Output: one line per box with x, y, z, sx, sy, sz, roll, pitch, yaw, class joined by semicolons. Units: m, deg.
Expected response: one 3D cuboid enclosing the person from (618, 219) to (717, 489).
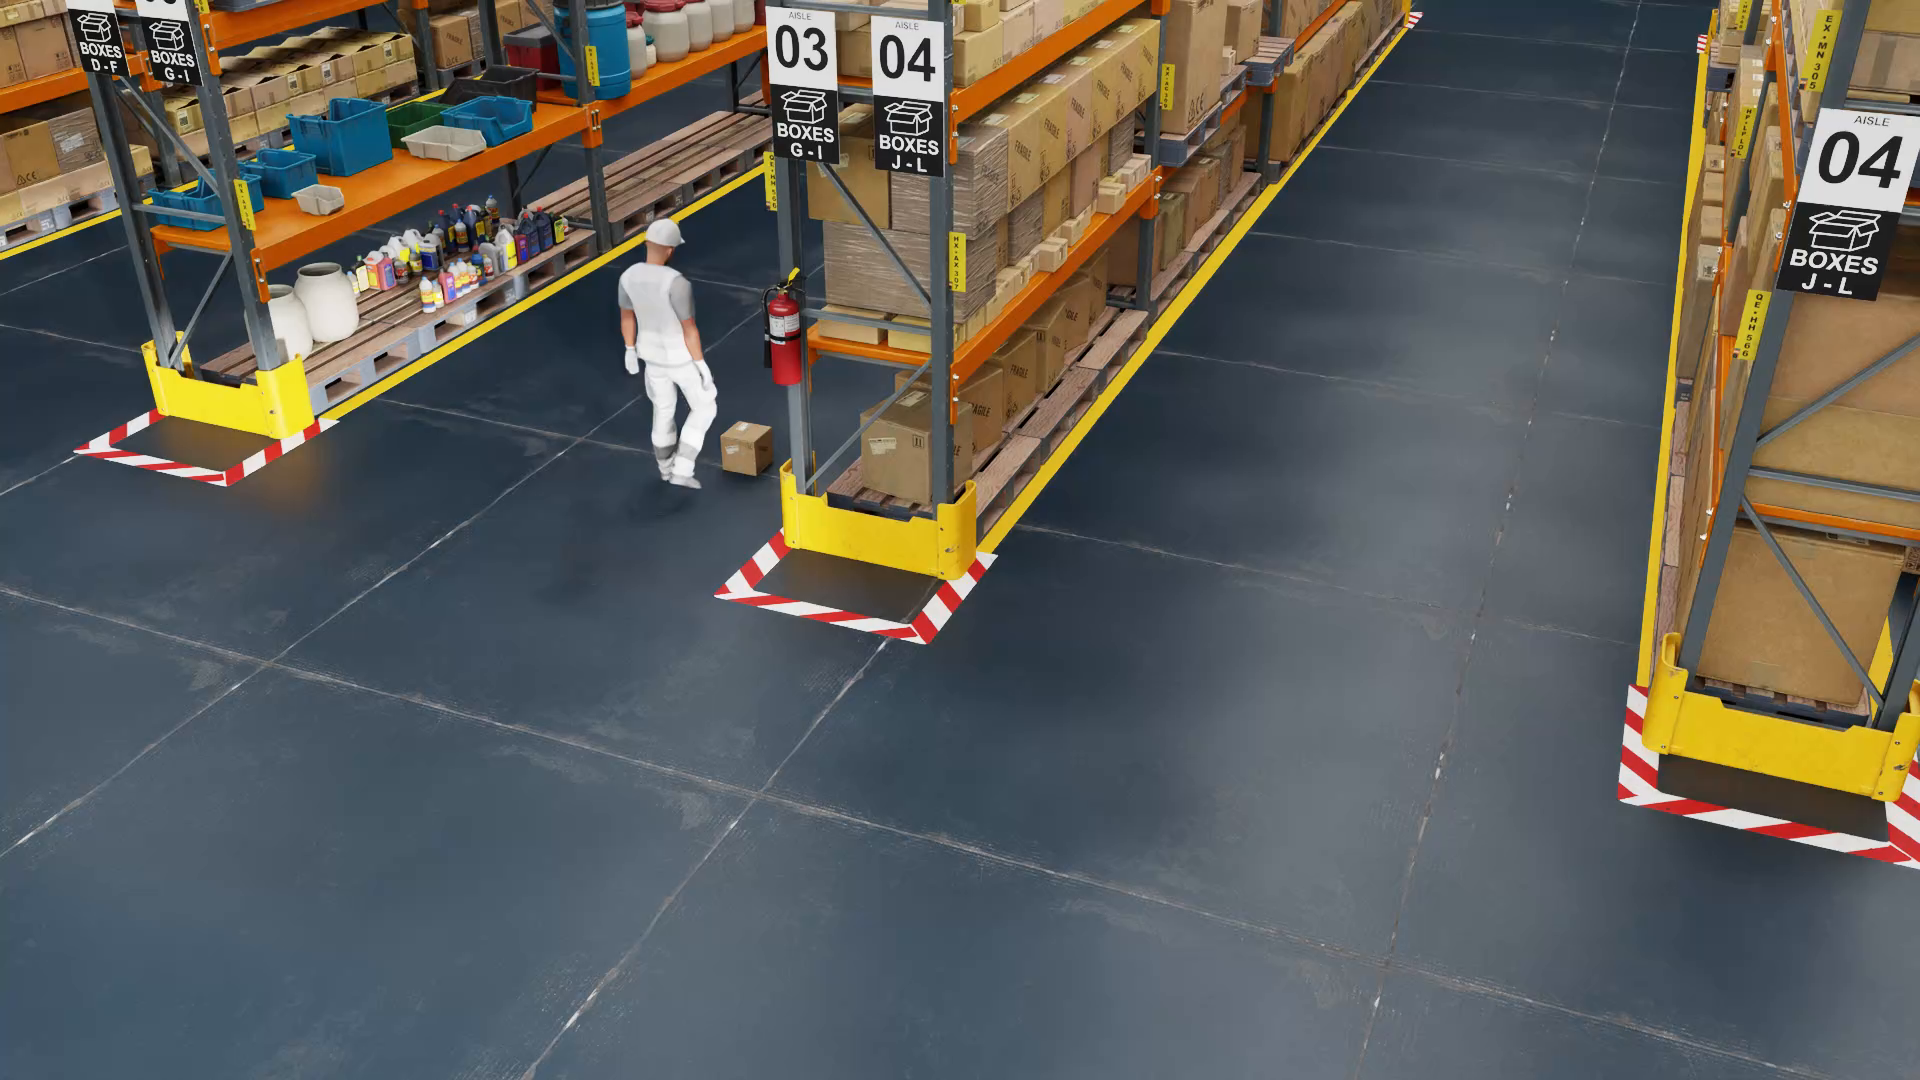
-1.810;-1.138;10.369;0.648;1.782;0.558;15;33;24;person
